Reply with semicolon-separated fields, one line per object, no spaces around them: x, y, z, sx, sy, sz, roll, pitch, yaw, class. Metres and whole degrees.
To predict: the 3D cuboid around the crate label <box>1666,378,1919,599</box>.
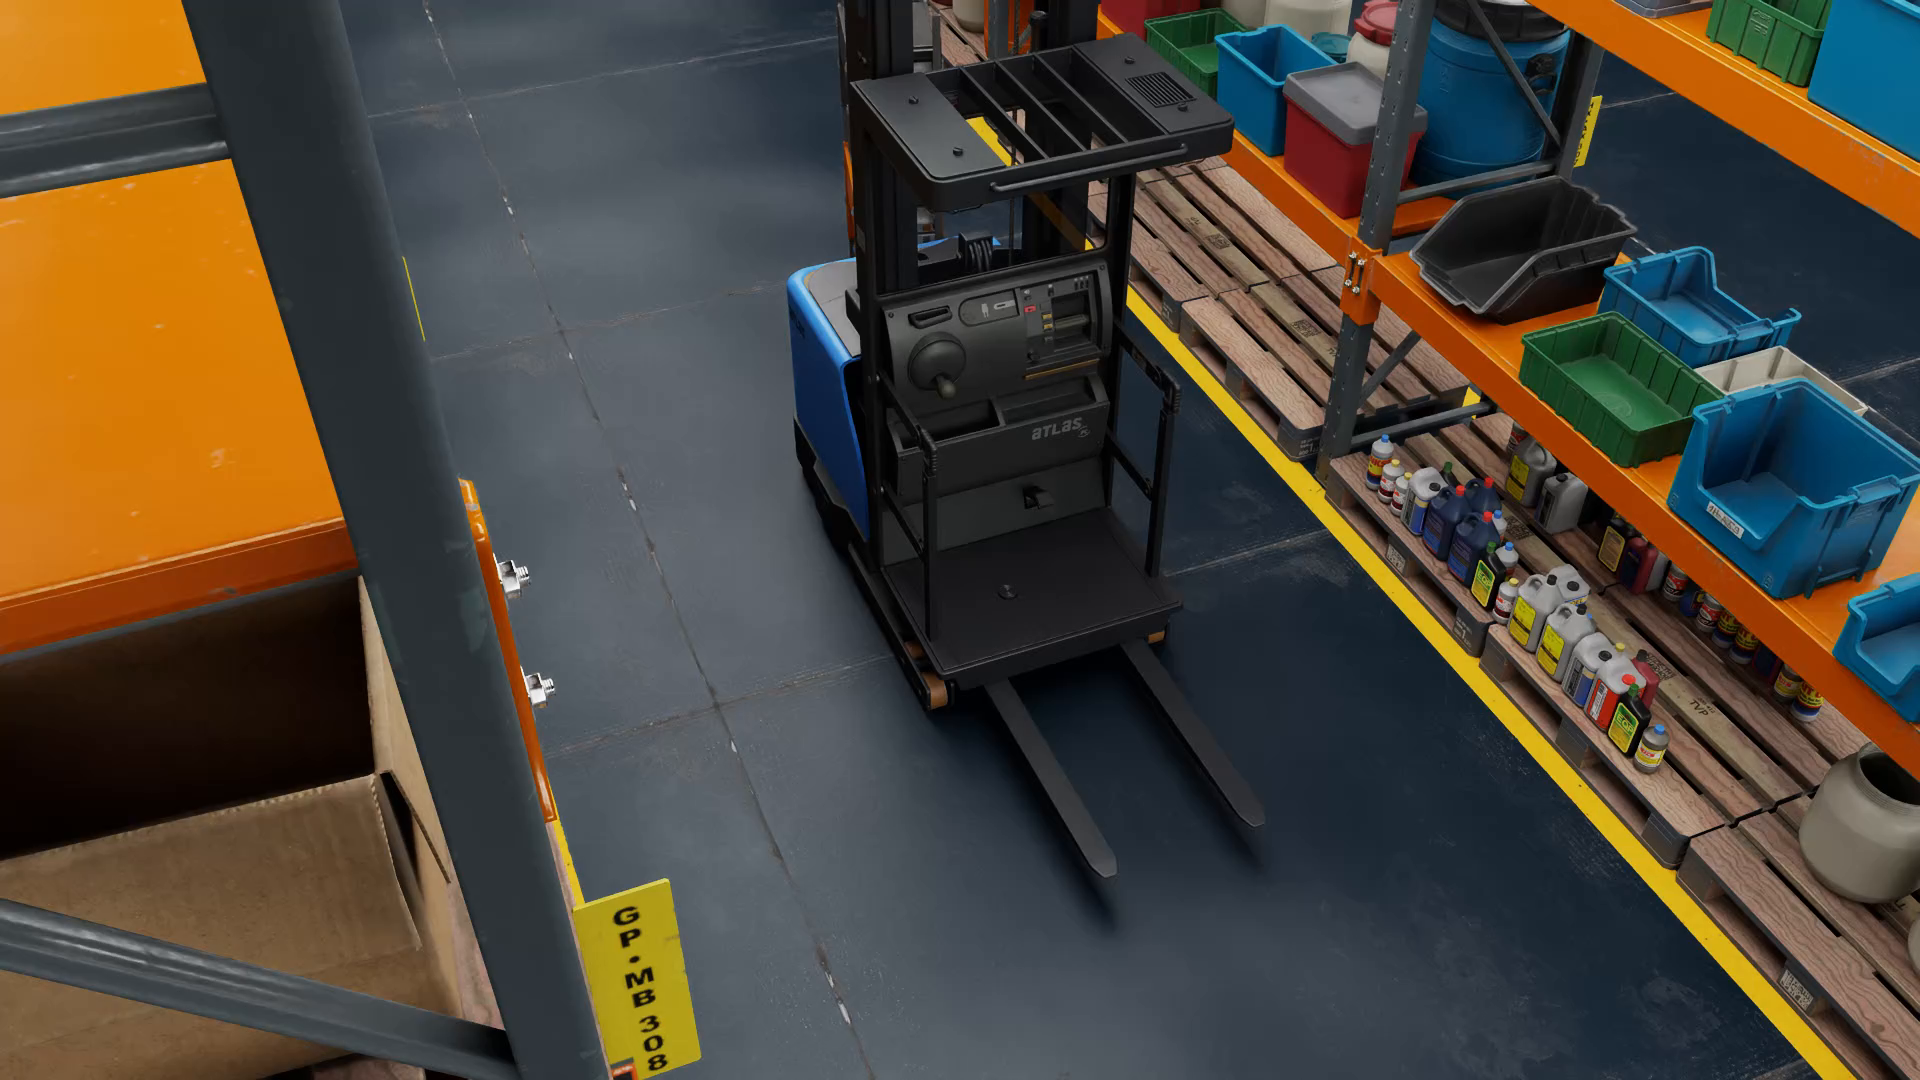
2.767;-0.175;5.544;0.502;0.435;0.616;-15;43;-17;crate label

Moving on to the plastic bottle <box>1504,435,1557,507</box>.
2.570;-0.340;7.458;0.144;0.351;0.185;-15;43;-17;plastic bottle

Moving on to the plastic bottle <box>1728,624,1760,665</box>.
3.184;0.371;6.692;0.097;0.271;0.097;0;41;0;plastic bottle

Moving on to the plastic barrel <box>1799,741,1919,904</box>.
3.207;0.985;5.809;0.421;0.512;0.421;0;41;0;plastic barrel

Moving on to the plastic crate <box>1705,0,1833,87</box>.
2.543;-1.568;5.054;0.336;0.188;0.450;-15;43;-17;plastic crate

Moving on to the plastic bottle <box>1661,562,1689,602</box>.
3.029;0.154;6.998;0.097;0.201;0.097;0;41;0;plastic bottle

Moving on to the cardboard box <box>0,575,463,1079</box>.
-1.073;0.377;2.120;0.797;0.503;0.637;-12;42;-14;cardboard box

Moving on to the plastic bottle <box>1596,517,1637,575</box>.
2.815;0.001;7.113;0.061;0.283;0.133;-15;43;-17;plastic bottle

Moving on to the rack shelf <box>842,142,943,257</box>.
-0.316;-1.555;7.887;0.431;0.518;0.480;-5;41;-6;rack shelf

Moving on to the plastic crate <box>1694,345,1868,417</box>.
3.046;-0.515;6.169;0.530;0.136;0.437;-15;43;-17;plastic crate

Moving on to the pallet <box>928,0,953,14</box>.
-0.143;-4.080;12.252;1.003;0.211;1.213;-15;43;-17;pallet

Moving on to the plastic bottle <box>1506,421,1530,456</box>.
2.617;-0.495;7.752;0.097;0.201;0.097;0;41;0;plastic bottle

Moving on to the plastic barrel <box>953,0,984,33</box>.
0.159;-3.764;11.331;0.421;0.512;0.421;0;41;0;plastic barrel

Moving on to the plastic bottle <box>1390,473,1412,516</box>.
1.985;-0.212;7.423;0.097;0.201;0.097;0;41;0;plastic bottle

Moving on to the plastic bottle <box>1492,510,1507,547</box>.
2.283;-0.015;7.141;0.097;0.271;0.097;0;41;0;plastic bottle

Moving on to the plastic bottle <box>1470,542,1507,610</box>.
2.213;0.147;6.943;0.061;0.283;0.133;-13;42;-15;plastic bottle

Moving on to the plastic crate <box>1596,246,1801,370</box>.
2.865;-0.874;6.499;0.499;0.251;0.616;-15;43;-17;plastic crate

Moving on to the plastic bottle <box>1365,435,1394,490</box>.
1.908;-0.361;7.543;0.097;0.271;0.097;0;41;0;plastic bottle

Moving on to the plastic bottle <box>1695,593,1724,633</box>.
3.108;0.278;6.854;0.097;0.201;0.097;0;41;0;plastic bottle

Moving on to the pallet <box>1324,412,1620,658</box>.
2.409;-0.057;7.574;1.003;0.211;1.213;-15;43;-17;pallet

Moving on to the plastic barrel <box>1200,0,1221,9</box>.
1.412;-3.162;8.959;0.421;0.512;0.421;0;41;0;plastic barrel

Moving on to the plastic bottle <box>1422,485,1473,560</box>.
2.116;-0.102;7.181;0.144;0.351;0.185;-14;43;-16;plastic bottle

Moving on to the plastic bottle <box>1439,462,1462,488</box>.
2.155;-0.204;7.351;0.061;0.283;0.133;-15;43;-17;plastic bottle

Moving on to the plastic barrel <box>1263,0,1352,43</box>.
1.746;-2.654;8.350;0.433;0.535;0.433;0;41;0;plastic barrel

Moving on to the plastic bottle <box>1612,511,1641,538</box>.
2.900;-0.066;7.139;0.144;0.351;0.185;-15;43;-17;plastic bottle

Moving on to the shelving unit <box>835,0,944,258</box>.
-0.316;-1.565;7.878;0.431;2.100;0.503;-5;41;-6;shelving unit

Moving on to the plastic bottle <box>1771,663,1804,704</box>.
3.276;0.542;6.547;0.097;0.201;0.097;0;41;0;plastic bottle

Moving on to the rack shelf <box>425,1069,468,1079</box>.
-1.622;0.044;3.568;1.077;0.370;4.000;-15;43;-17;rack shelf

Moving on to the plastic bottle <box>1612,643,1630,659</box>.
2.597;0.492;6.604;0.097;0.201;0.097;0;41;0;plastic bottle

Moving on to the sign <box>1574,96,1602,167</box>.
2.703;-1.765;7.209;0.100;0.325;0.005;-15;43;-17;sign

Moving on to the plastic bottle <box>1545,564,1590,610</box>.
2.478;0.244;6.836;0.152;0.276;0.135;-15;43;-17;plastic bottle

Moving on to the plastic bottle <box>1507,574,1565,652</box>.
2.351;0.267;6.751;0.144;0.351;0.185;-15;43;-17;plastic bottle

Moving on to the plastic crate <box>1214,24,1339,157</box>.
1.481;-2.111;7.835;0.392;0.384;0.575;-15;43;-17;plastic crate

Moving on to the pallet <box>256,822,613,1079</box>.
-1.103;0.577;2.464;1.003;0.211;1.213;-15;43;-17;pallet

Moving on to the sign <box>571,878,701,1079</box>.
-0.342;0.480;1.778;0.100;0.325;0.005;-15;43;-17;sign

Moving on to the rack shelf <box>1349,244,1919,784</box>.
2.956;-0.052;5.980;1.077;0.370;4.000;-15;43;-17;rack shelf

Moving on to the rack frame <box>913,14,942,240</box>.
-0.282;-1.407;7.695;0.400;2.100;0.015;-5;41;-6;rack frame

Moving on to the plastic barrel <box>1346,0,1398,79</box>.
2.027;-2.212;7.836;0.433;0.535;0.433;0;41;0;plastic barrel

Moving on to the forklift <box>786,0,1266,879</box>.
0.241;-0.732;6.272;1.130;2.935;3.031;-15;43;-17;forklift

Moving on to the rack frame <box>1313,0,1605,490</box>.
2.191;-1.530;7.147;1.000;3.000;0.127;-15;43;-17;rack frame

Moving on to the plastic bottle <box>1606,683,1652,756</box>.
2.552;0.680;6.323;0.061;0.283;0.133;-14;43;-16;plastic bottle

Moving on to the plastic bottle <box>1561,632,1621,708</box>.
2.489;0.507;6.531;0.152;0.276;0.135;-16;43;-18;plastic bottle

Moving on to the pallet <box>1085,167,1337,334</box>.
1.384;-1.672;9.451;1.003;0.211;1.213;-15;43;-17;pallet

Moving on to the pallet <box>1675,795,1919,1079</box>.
3.343;1.412;5.864;1.003;0.211;1.213;-15;43;-17;pallet

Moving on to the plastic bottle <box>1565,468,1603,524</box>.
2.777;-0.261;7.365;0.144;0.351;0.185;-17;44;-19;plastic bottle

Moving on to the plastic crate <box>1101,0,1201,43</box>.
0.996;-2.914;8.707;0.402;0.464;0.583;-15;43;-17;plastic crate
